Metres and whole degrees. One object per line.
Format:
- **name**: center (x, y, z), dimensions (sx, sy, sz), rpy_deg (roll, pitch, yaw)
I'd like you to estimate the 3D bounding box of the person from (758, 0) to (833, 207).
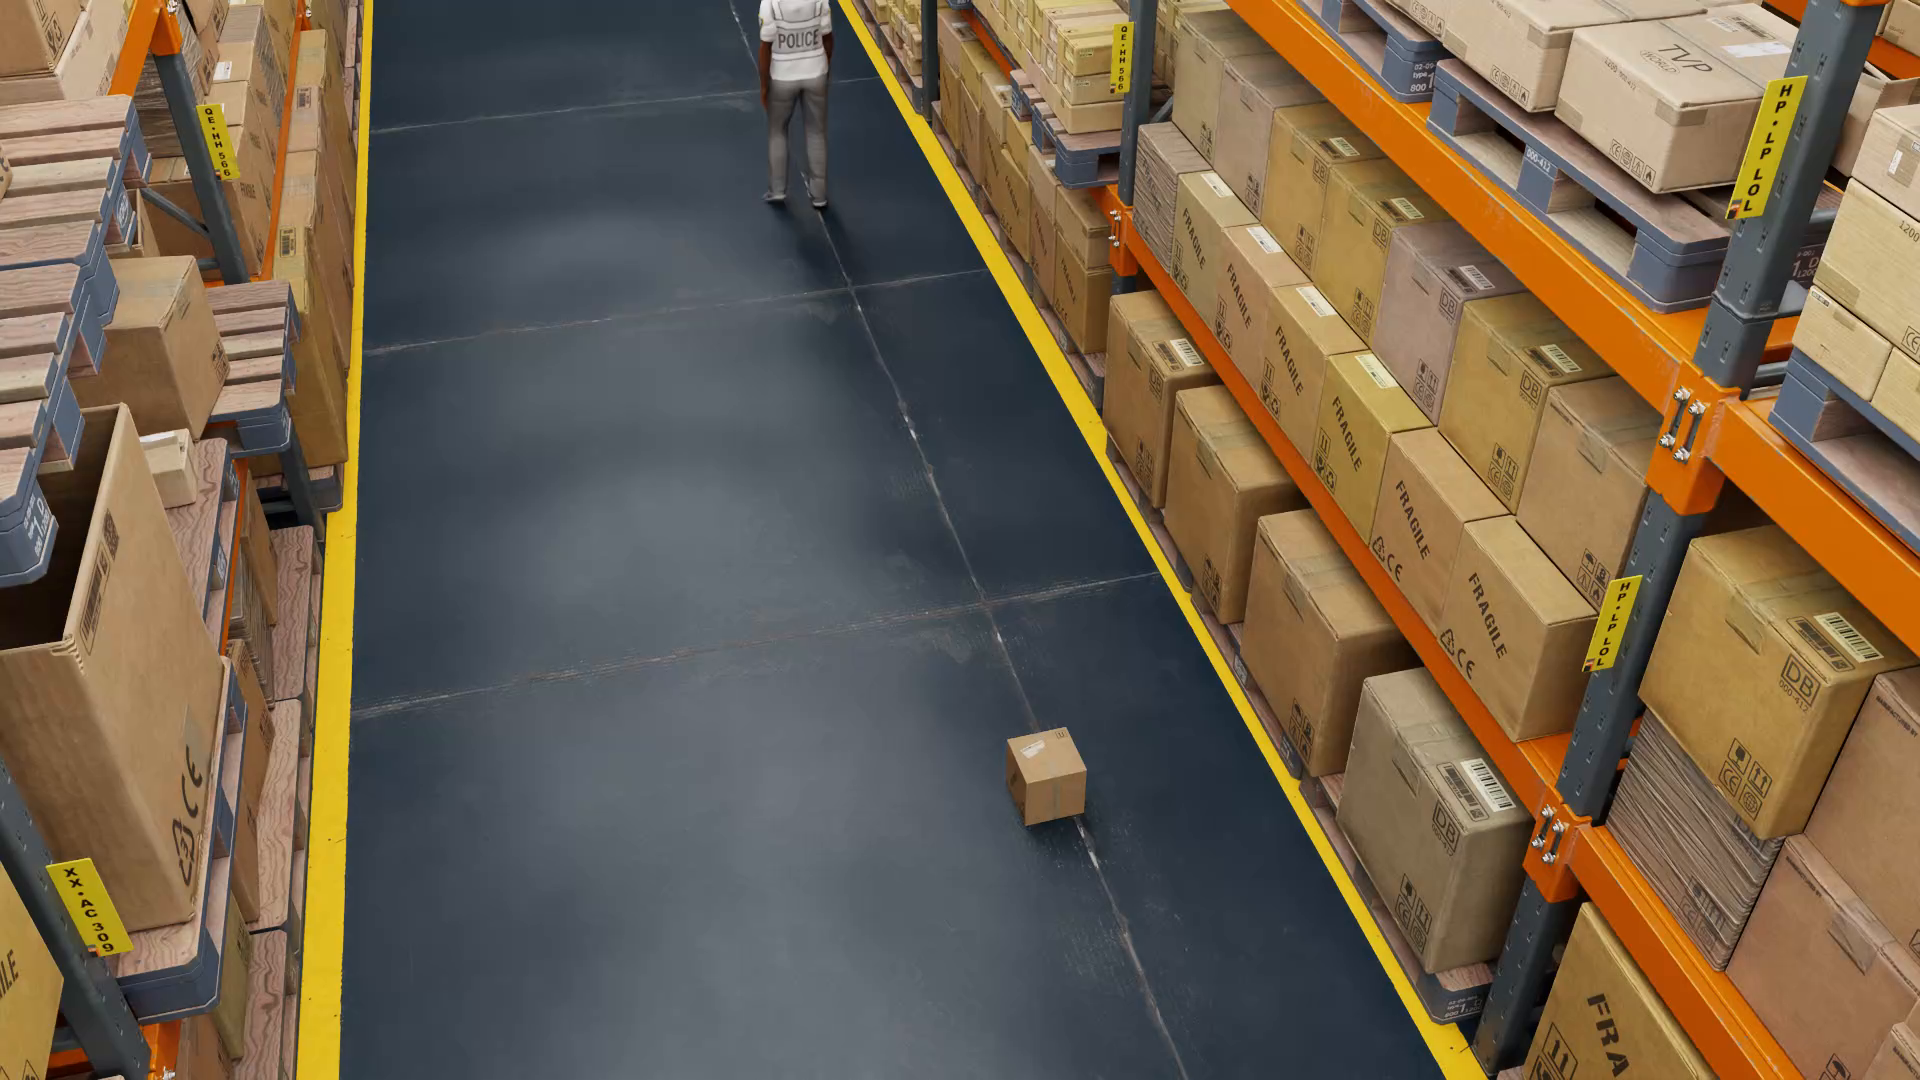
- **person**: center (-1.023, -2.848, 10.319), dimensions (0.501, 1.752, 0.426), rpy_deg (-11, 40, -13)
